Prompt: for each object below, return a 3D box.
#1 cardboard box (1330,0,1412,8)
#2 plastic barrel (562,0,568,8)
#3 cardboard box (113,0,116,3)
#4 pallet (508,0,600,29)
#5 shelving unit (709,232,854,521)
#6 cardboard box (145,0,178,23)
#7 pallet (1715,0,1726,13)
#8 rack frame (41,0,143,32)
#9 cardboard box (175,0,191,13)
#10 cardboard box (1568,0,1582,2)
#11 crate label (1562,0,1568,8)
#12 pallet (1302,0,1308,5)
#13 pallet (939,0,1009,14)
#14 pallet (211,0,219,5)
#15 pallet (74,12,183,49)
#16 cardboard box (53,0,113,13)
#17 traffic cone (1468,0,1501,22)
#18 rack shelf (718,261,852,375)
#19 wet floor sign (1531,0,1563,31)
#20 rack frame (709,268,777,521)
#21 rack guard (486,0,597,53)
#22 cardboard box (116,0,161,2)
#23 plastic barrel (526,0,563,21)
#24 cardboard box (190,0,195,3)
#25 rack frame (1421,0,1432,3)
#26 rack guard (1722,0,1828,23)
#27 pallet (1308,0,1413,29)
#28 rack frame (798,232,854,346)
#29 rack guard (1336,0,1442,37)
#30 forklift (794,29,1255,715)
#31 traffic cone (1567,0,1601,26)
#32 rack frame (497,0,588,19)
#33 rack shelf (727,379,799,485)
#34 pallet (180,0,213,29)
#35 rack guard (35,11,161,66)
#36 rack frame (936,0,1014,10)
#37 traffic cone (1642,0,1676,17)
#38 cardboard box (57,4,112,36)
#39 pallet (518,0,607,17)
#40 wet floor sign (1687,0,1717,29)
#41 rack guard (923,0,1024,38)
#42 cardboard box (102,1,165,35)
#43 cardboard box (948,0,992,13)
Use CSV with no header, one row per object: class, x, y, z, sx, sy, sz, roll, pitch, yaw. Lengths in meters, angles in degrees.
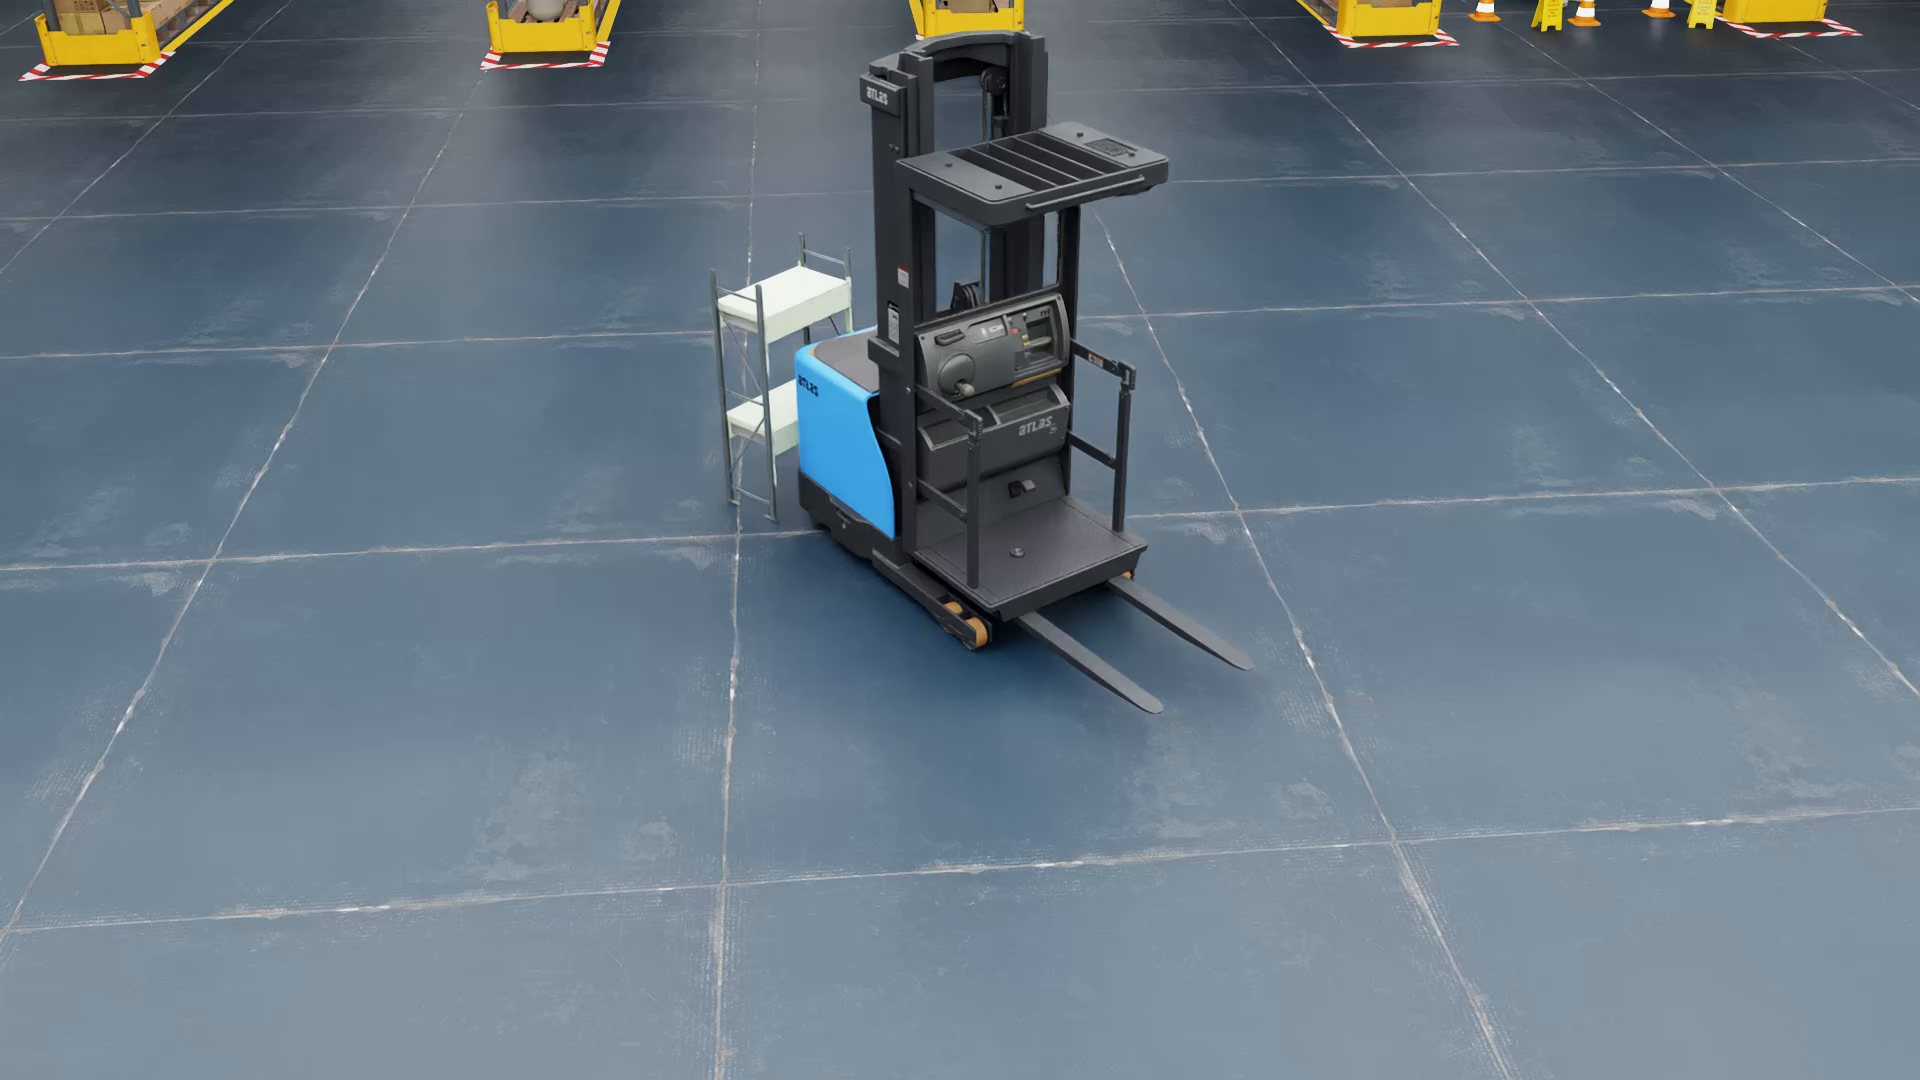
cardboard box,4.984,-7.006,20.217,0.875,0.875,0.875,-3,31,-4
plastic barrel,-4.951,-6.672,20.012,0.421,0.512,0.421,0,31,0
cardboard box,-10.101,-6.250,19.561,0.500,0.250,0.500,-3,31,-5
pallet,-4.891,-6.226,19.968,1.003,0.211,1.213,-3,31,-5
shelving unit,-1.028,-0.970,9.911,0.431,1.500,0.755,22,37,33
cardboard box,-9.577,-6.276,19.603,0.500,0.250,0.500,-3,31,-5
pallet,9.984,-6.942,21.166,1.003,0.211,1.213,-3,31,-5
rack frame,-9.698,-6.736,18.103,1.000,3.000,0.127,-3,31,-5
cardboard box,-9.624,-6.531,20.031,0.500,0.250,0.500,-3,31,-5
cardboard box,7.898,-7.032,21.378,0.380,0.149,0.250,13,33,21
crate label,7.499,-6.784,20.974,0.250,0.136,0.298,-20,36,-30
pallet,4.849,-7.224,21.638,1.003,0.211,1.213,-3,31,-5
pallet,0.117,-6.467,20.371,1.003,0.211,1.213,-3,31,-5
pallet,-10.040,-7.173,21.554,1.003,0.211,1.213,-3,31,-5
pallet,-9.812,-5.928,19.468,1.003,0.211,1.213,-3,31,-5
cardboard box,-10.045,-6.318,18.942,0.500,0.500,0.500,-3,31,-5
traffic cone,6.477,-6.645,20.424,0.336,0.463,0.334,-3,31,-5
rack shelf,-1.028,-1.305,9.711,0.431,0.370,0.720,22,37,33
wet floor sign,7.087,-6.464,19.943,0.267,0.644,0.232,-8,32,-13
rack frame,-1.257,-0.824,9.666,0.400,1.500,0.023,22,37,33
rack guard,-4.820,-5.935,19.199,1.175,0.500,0.348,-3,31,-5
cardboard box,-9.576,-6.598,19.411,0.500,0.500,0.500,-3,31,-5
plastic barrel,-4.904,-6.416,19.583,0.421,0.512,0.421,0,31,0
cardboard box,-9.665,-6.786,20.459,0.500,0.250,0.500,-3,31,-5
rack frame,5.113,-7.395,19.205,1.000,3.000,0.127,-3,31,-5
rack guard,10.025,-6.649,20.395,1.175,0.500,0.348,-3,31,-5
pallet,4.960,-6.602,20.598,1.003,0.211,1.213,-3,31,-5
rack frame,-0.799,-1.117,10.157,0.400,1.500,0.023,22,37,33
rack guard,5.115,-6.310,19.826,1.175,0.500,0.348,-3,31,-5
forklift,0.310,-0.965,8.507,1.130,2.935,3.031,-20,36,-30
traffic cone,7.634,-6.526,20.224,0.336,0.463,0.334,-3,31,-5
rack frame,-4.766,-6.972,18.497,1.000,3.000,0.127,-3,31,-5
rack shelf,-1.027,-0.690,10.079,0.431,0.370,0.720,22,37,33
pallet,-9.922,-6.549,20.508,1.003,0.211,1.213,-3,31,-5
rack guard,-9.696,-5.651,18.723,1.175,0.500,0.348,-3,31,-5
rack frame,0.165,-7.209,18.894,1.000,3.000,0.127,-3,31,-5
traffic cone,8.707,-6.752,20.604,0.336,0.463,0.334,-3,31,-5
cardboard box,-10.043,-5.996,19.135,0.500,0.250,0.500,-3,31,-5
pallet,-5.002,-6.848,21.008,1.003,0.211,1.213,-3,31,-5
wet floor sign,8.984,-6.525,20.044,0.267,0.644,0.232,8,32,13
rack guard,0.158,-6.175,19.600,1.175,0.500,0.348,-3,31,-5
cardboard box,-9.527,-6.021,19.176,0.500,0.250,0.500,-3,31,-5
cardboard box,0.123,-6.636,19.962,0.500,0.500,0.500,3,31,5
